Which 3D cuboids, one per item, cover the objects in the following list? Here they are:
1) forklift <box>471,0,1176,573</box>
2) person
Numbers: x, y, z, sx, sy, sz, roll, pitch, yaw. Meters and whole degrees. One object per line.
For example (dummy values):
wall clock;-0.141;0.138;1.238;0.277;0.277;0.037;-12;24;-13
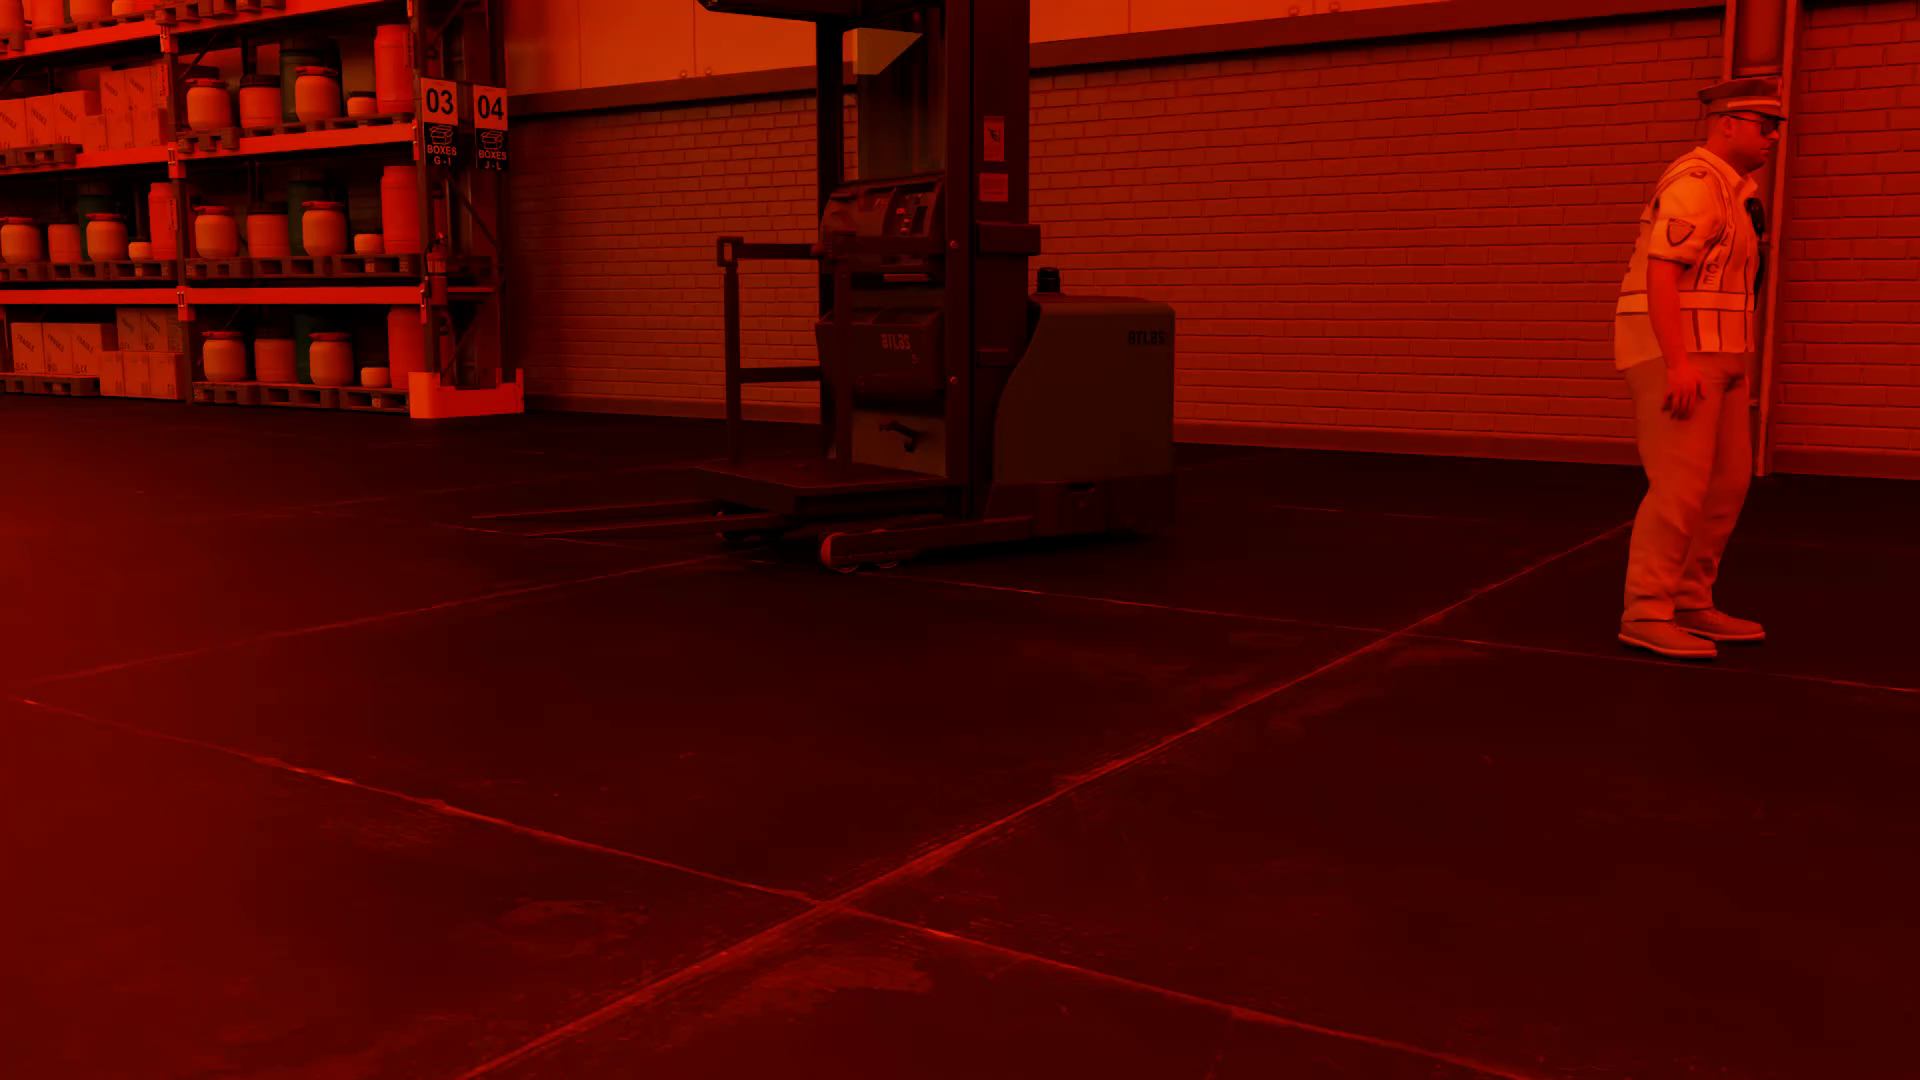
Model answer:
forklift;-0.518;-1.402;7.055;3.031;2.935;1.130;-5;10;-33
person;2.301;-0.543;5.211;0.442;1.747;0.606;8;11;43
